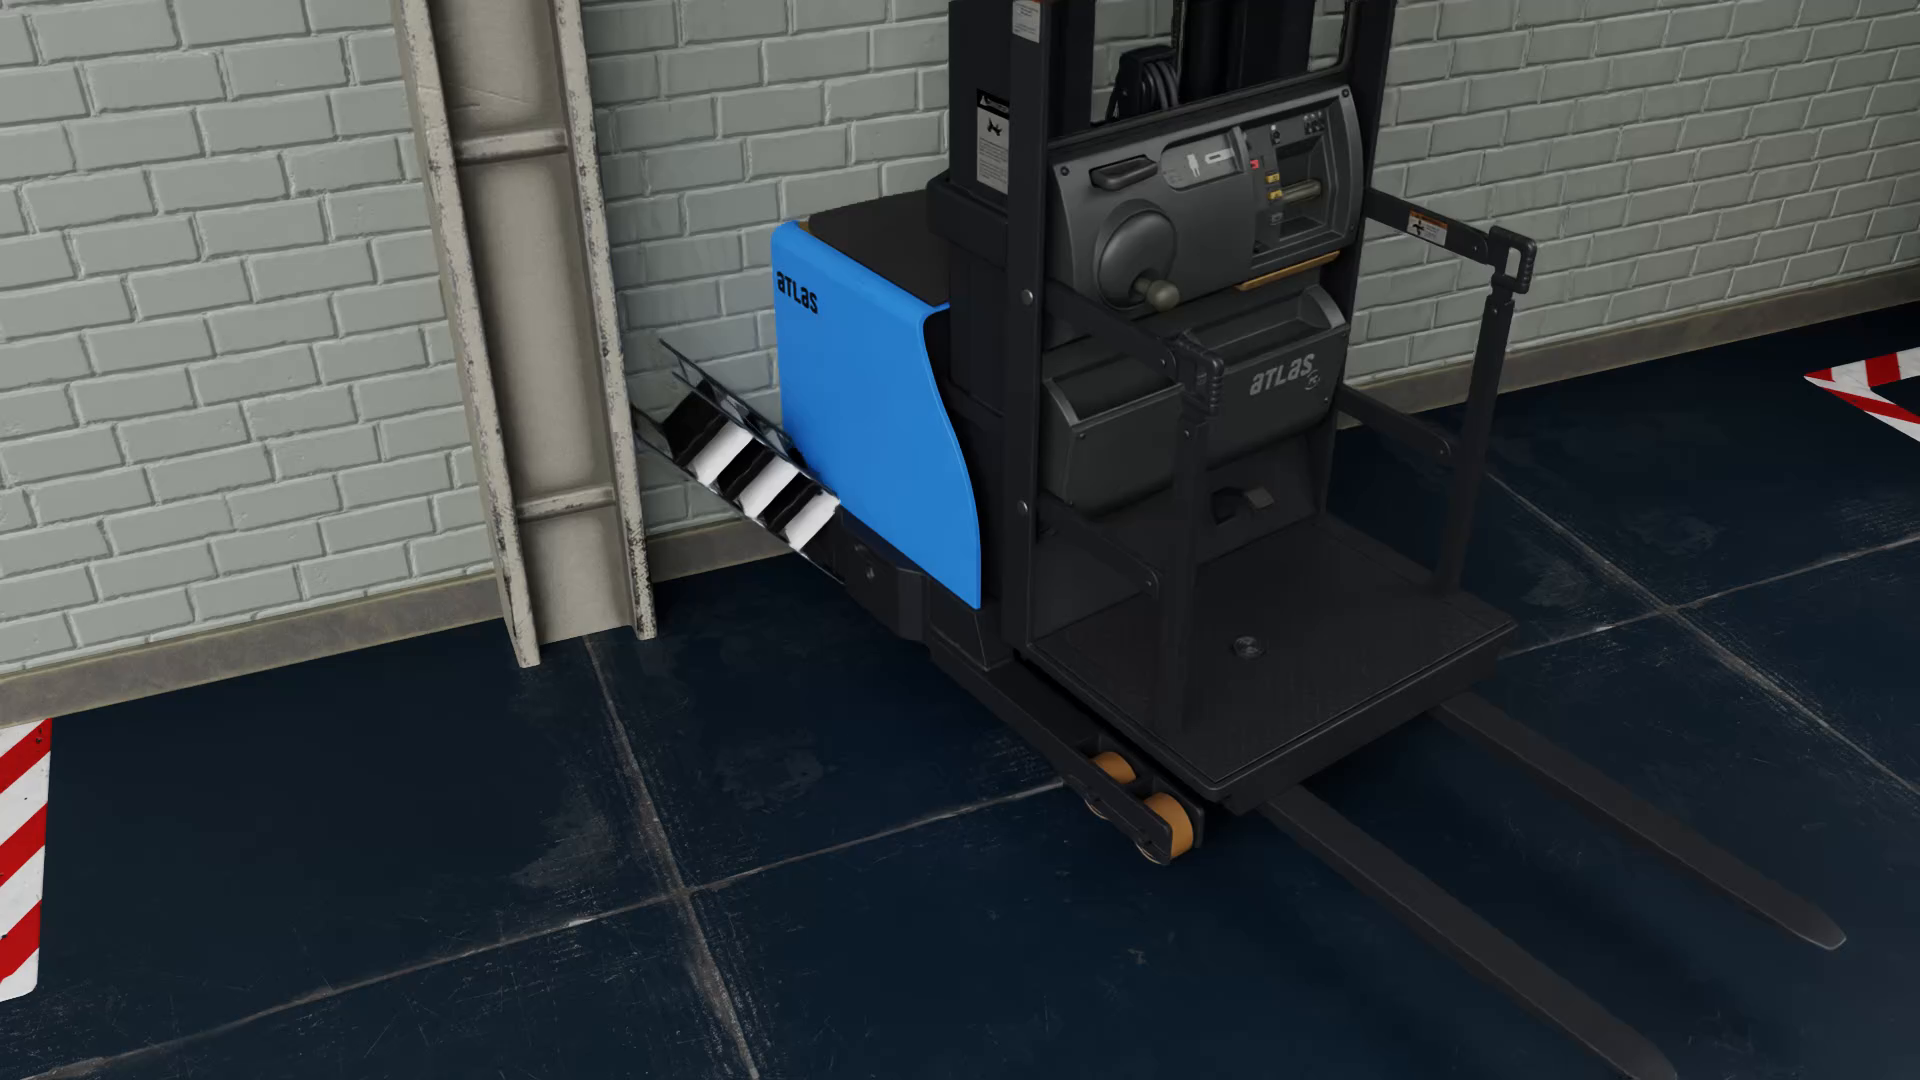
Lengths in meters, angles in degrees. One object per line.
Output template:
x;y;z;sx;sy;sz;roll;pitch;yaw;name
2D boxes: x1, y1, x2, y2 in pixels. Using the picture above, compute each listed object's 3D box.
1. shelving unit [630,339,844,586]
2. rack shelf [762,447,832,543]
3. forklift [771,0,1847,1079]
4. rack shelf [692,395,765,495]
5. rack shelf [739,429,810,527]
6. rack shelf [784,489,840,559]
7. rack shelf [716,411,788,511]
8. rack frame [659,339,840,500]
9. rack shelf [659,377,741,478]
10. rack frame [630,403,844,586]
-0.582;-0.204;4.835;0.210;0.900;0.258;-45;34;10;shelving unit
-0.501;-0.142;4.903;0.200;0.077;0.258;-45;34;10;rack shelf
0.722;-0.749;3.714;1.130;2.935;3.031;-22;39;-30;forklift
-0.678;-0.279;4.753;0.200;0.077;0.258;-45;34;10;rack shelf
-0.560;-0.187;4.853;0.200;0.077;0.258;-45;34;10;rack shelf
-0.442;-0.096;4.953;0.200;0.077;0.258;-45;34;10;rack shelf
-0.619;-0.233;4.803;0.200;0.077;0.258;-45;34;10;rack shelf
-0.512;-0.276;4.817;0.006;0.900;0.240;-45;34;10;rack frame
-0.737;-0.325;4.703;0.200;0.077;0.258;-45;34;10;rack shelf
-0.652;-0.133;4.852;0.006;0.900;0.240;-45;34;10;rack frame
